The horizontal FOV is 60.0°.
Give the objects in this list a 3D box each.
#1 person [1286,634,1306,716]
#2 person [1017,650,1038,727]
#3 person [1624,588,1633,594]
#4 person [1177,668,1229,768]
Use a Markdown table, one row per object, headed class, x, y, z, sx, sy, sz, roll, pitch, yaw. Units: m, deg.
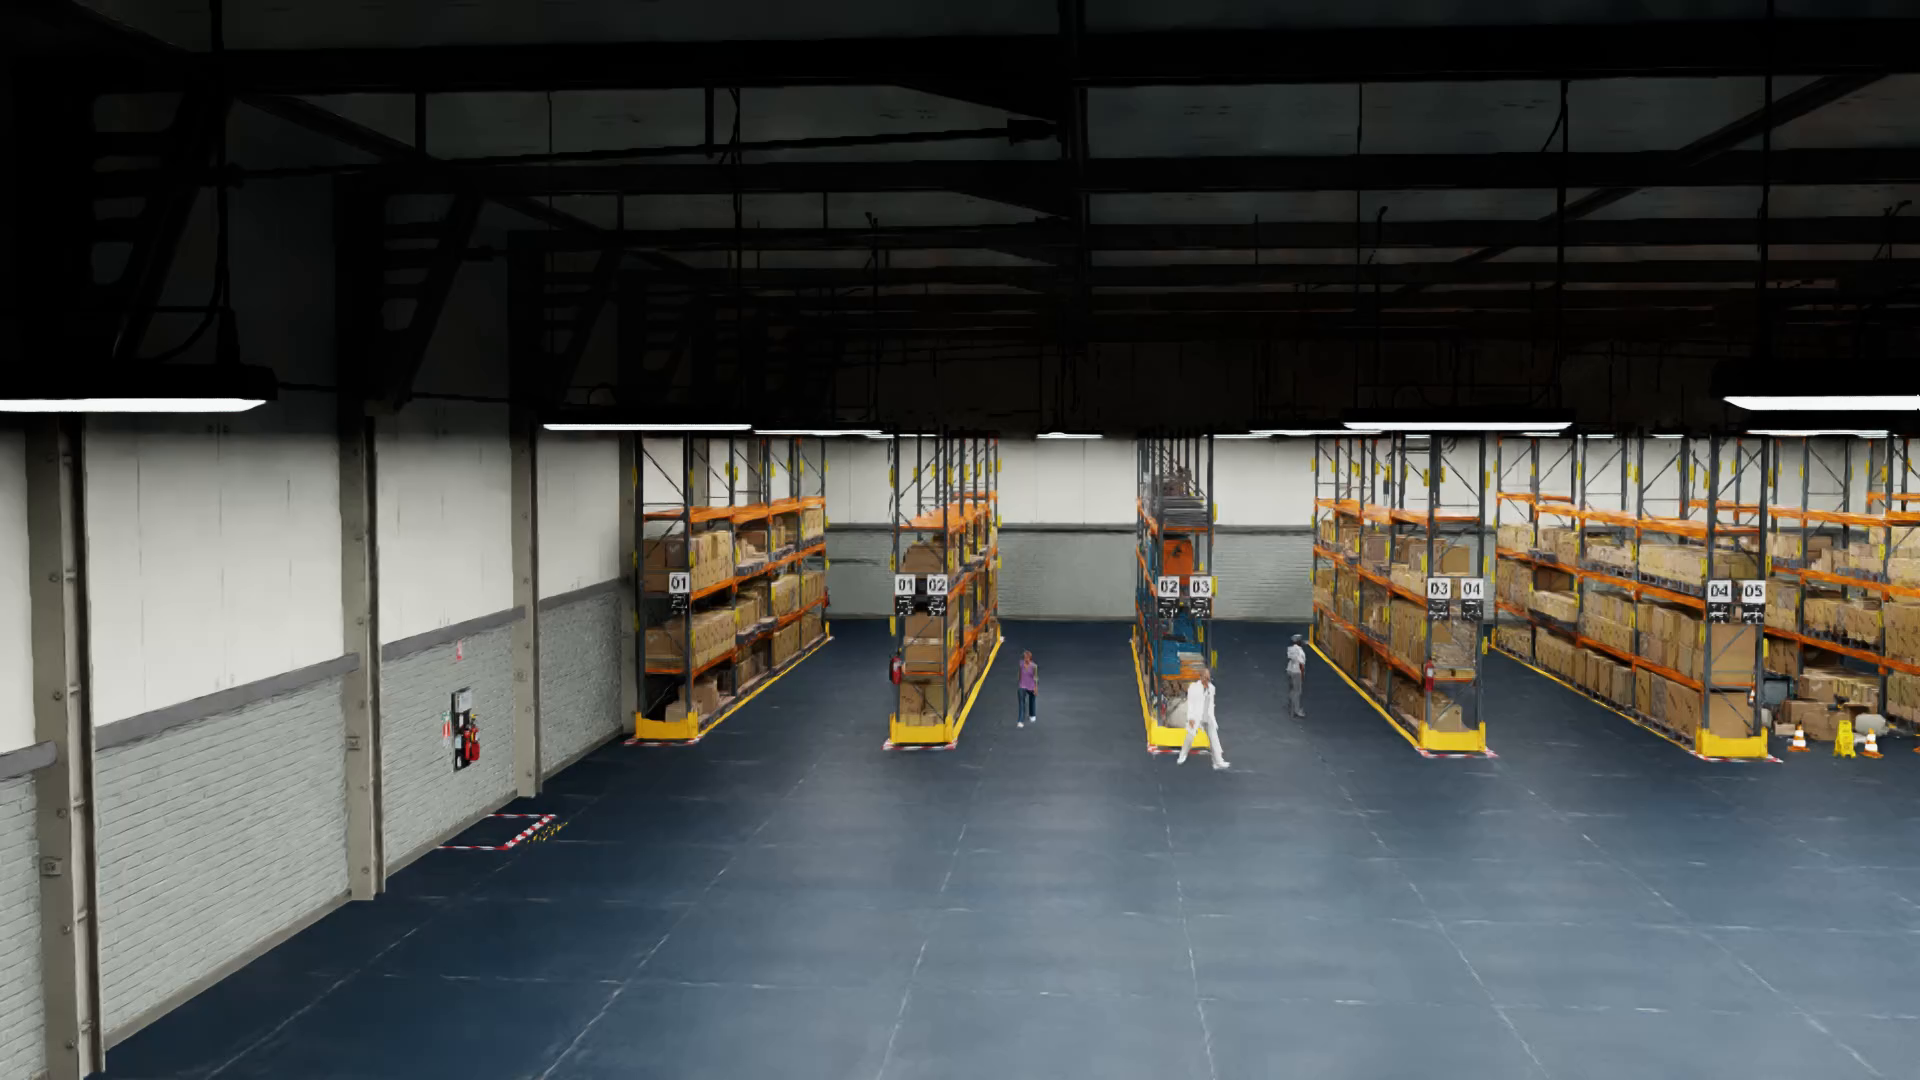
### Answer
| class | x | y | z | sx | sy | sz | roll | pitch | yaw |
| --- | --- | --- | --- | --- | --- | --- | --- | --- | --- |
| person | 7.023 | 2.793 | 34.640 | 0.422 | 1.677 | 0.502 | -2 | 4 | -24 |
| person | 1.364 | 2.944 | 33.311 | 0.419 | 1.514 | 1.043 | 0 | 3 | 7 |
| person | 19.556 | 2.020 | 48.661 | 0.407 | 1.533 | 0.962 | 1 | 4 | 13 |
| person | 4.209 | 3.099 | 29.063 | 0.626 | 1.749 | 1.010 | -1 | 4 | -21 |
